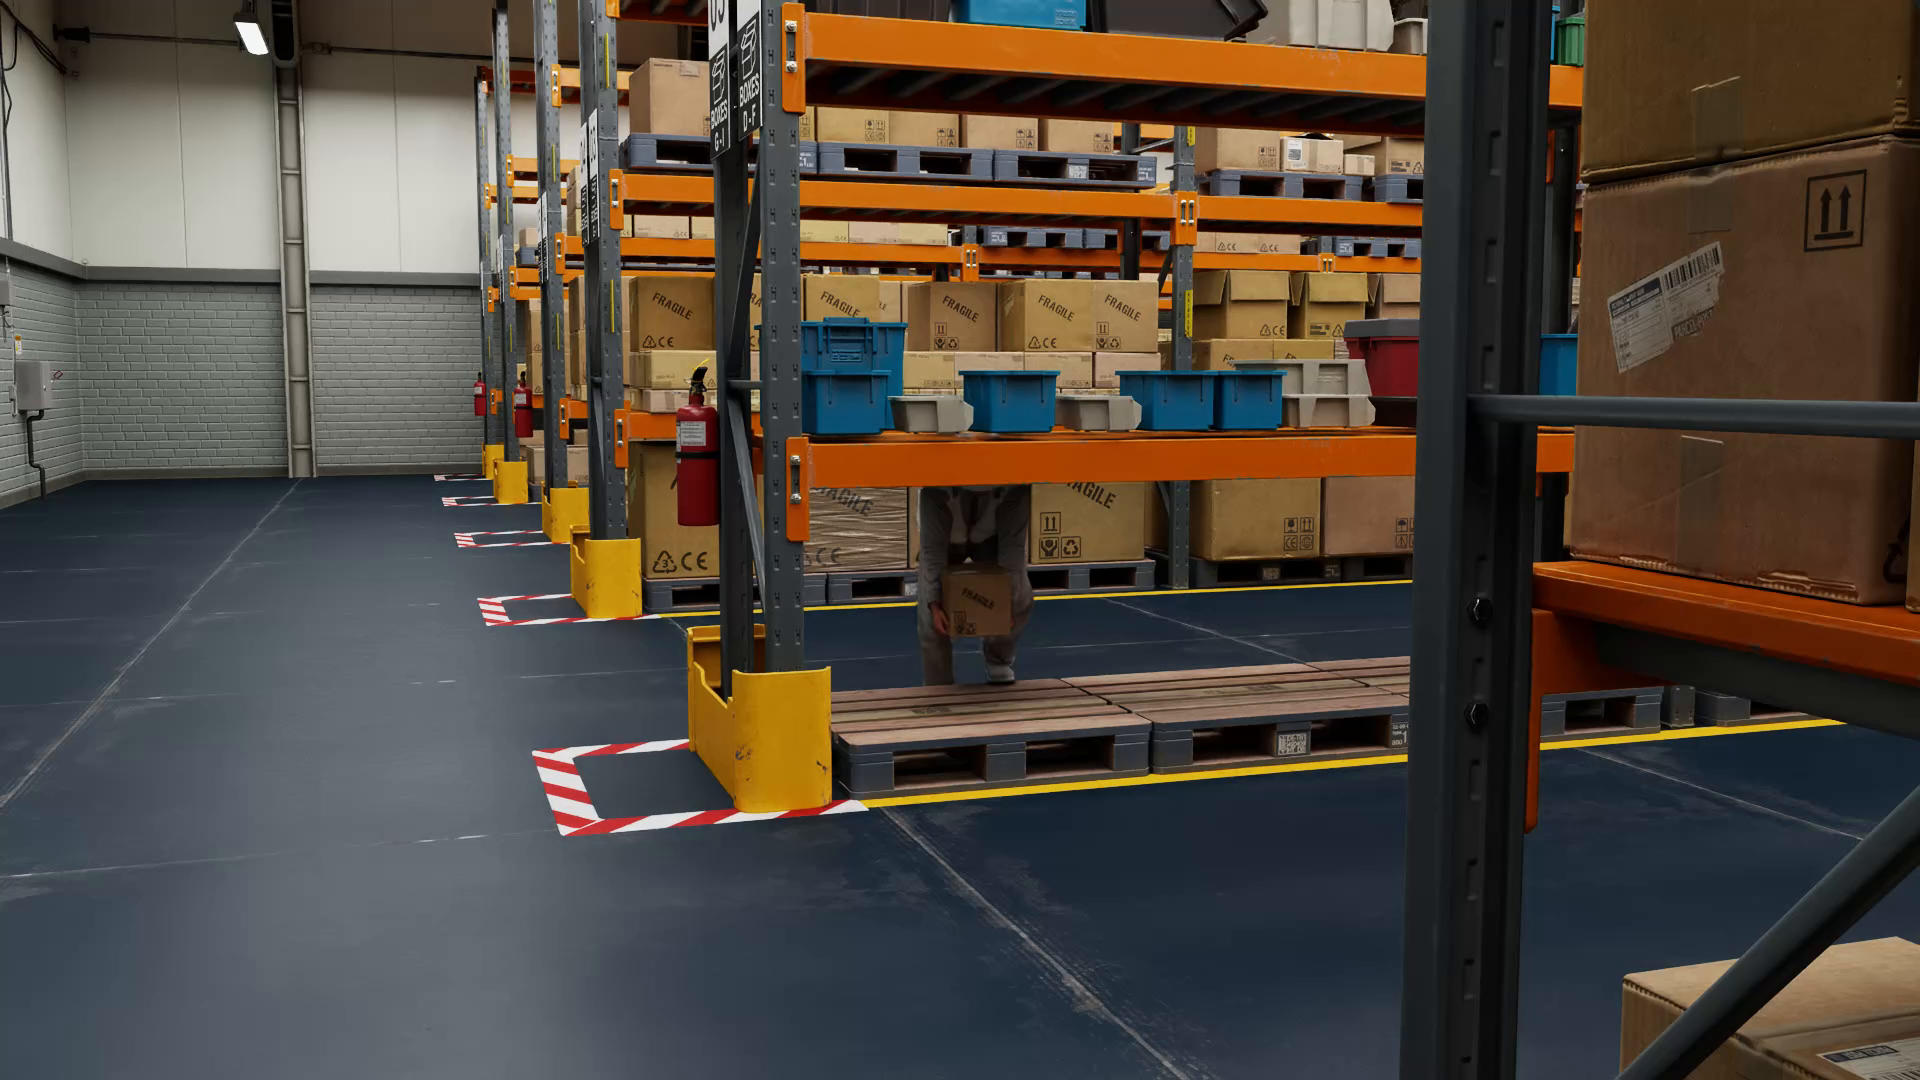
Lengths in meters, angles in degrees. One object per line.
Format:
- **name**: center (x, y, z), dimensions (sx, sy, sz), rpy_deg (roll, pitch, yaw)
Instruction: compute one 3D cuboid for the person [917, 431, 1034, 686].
- **person**: center (0.070, 0.173, 7.086), dimensions (0.496, 1.352, 0.936), rpy_deg (0, 6, -3)
